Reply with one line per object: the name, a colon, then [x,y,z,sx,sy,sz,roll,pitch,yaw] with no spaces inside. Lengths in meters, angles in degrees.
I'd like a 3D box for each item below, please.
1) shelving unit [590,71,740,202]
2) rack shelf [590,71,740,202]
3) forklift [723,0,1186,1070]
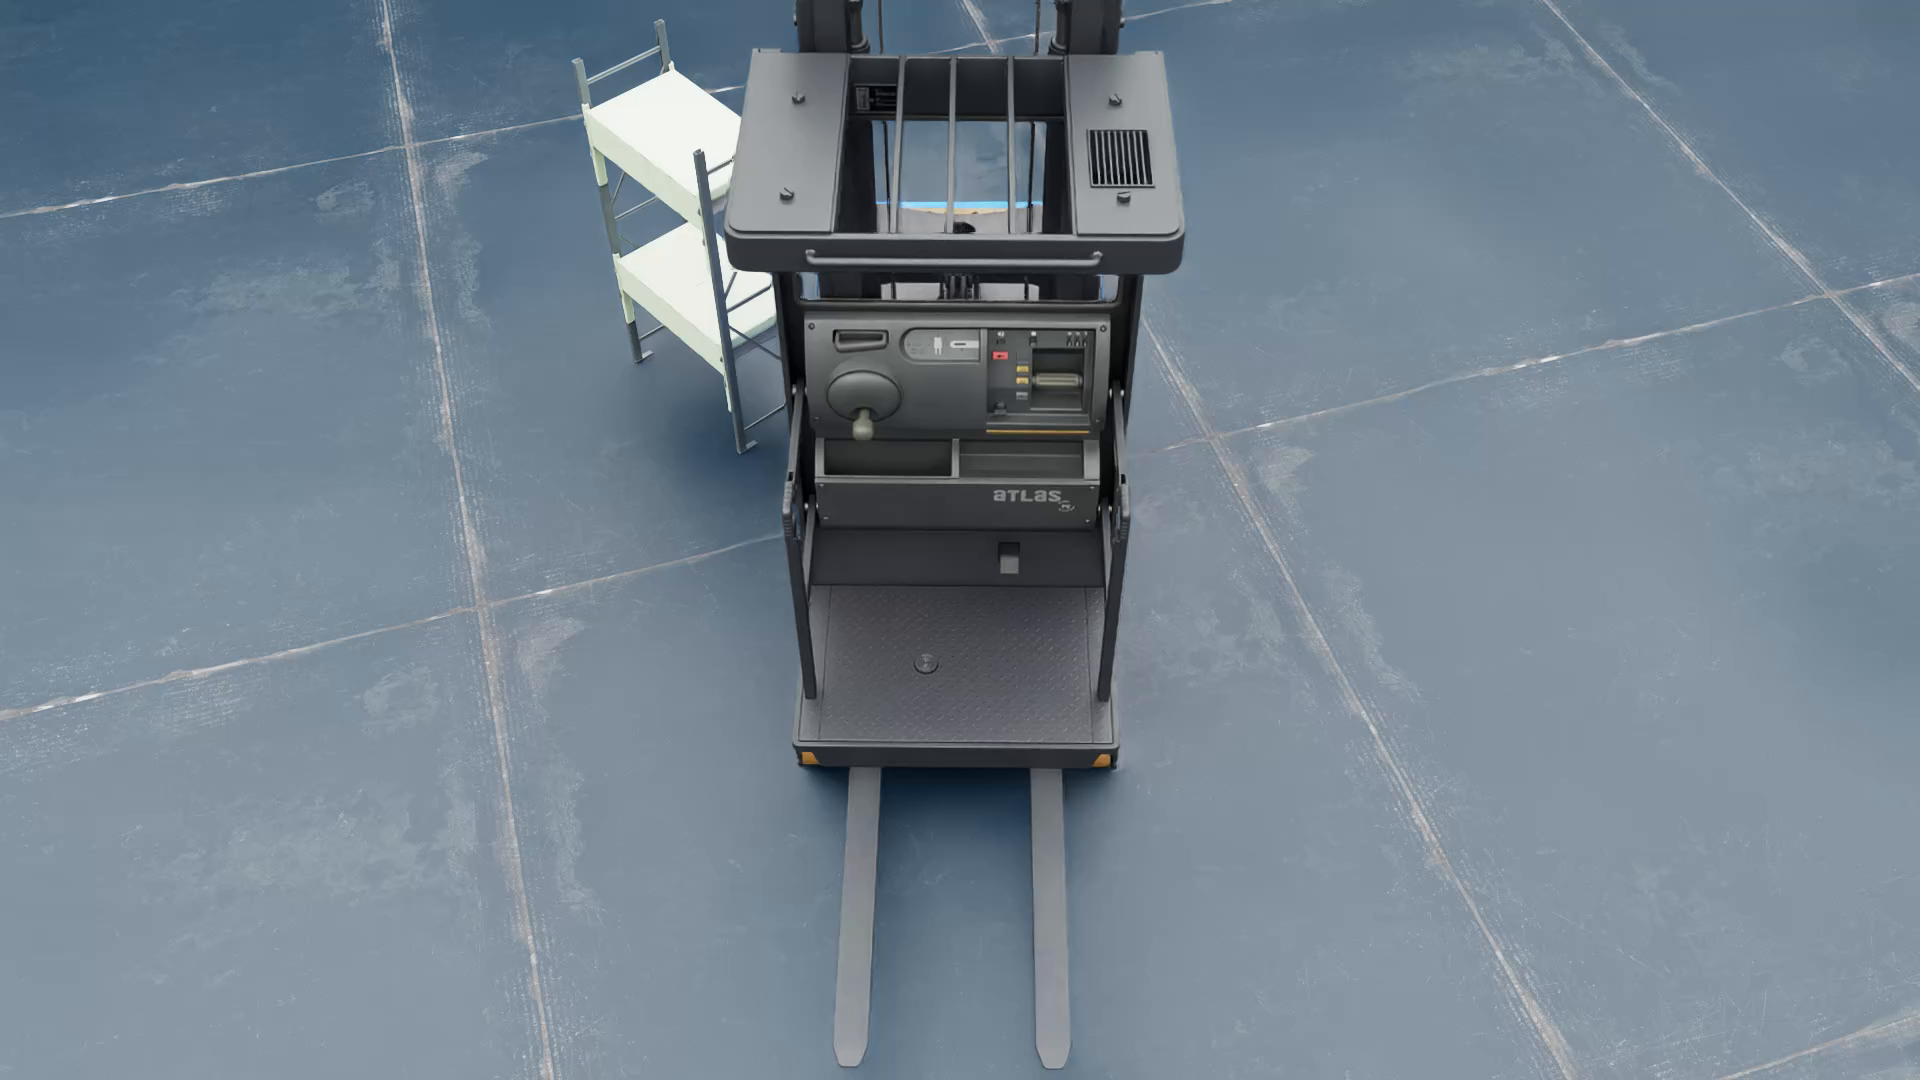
shelving unit: [-1.010,-1.487,6.127,0.368,0.052,0.686,-35,58,-26]
rack shelf: [-1.010,-1.487,6.127,0.368,0.052,0.686,-35,58,-26]
forklift: [-0.016,-0.001,4.753,1.118,2.733,2.170,0,50,0]
